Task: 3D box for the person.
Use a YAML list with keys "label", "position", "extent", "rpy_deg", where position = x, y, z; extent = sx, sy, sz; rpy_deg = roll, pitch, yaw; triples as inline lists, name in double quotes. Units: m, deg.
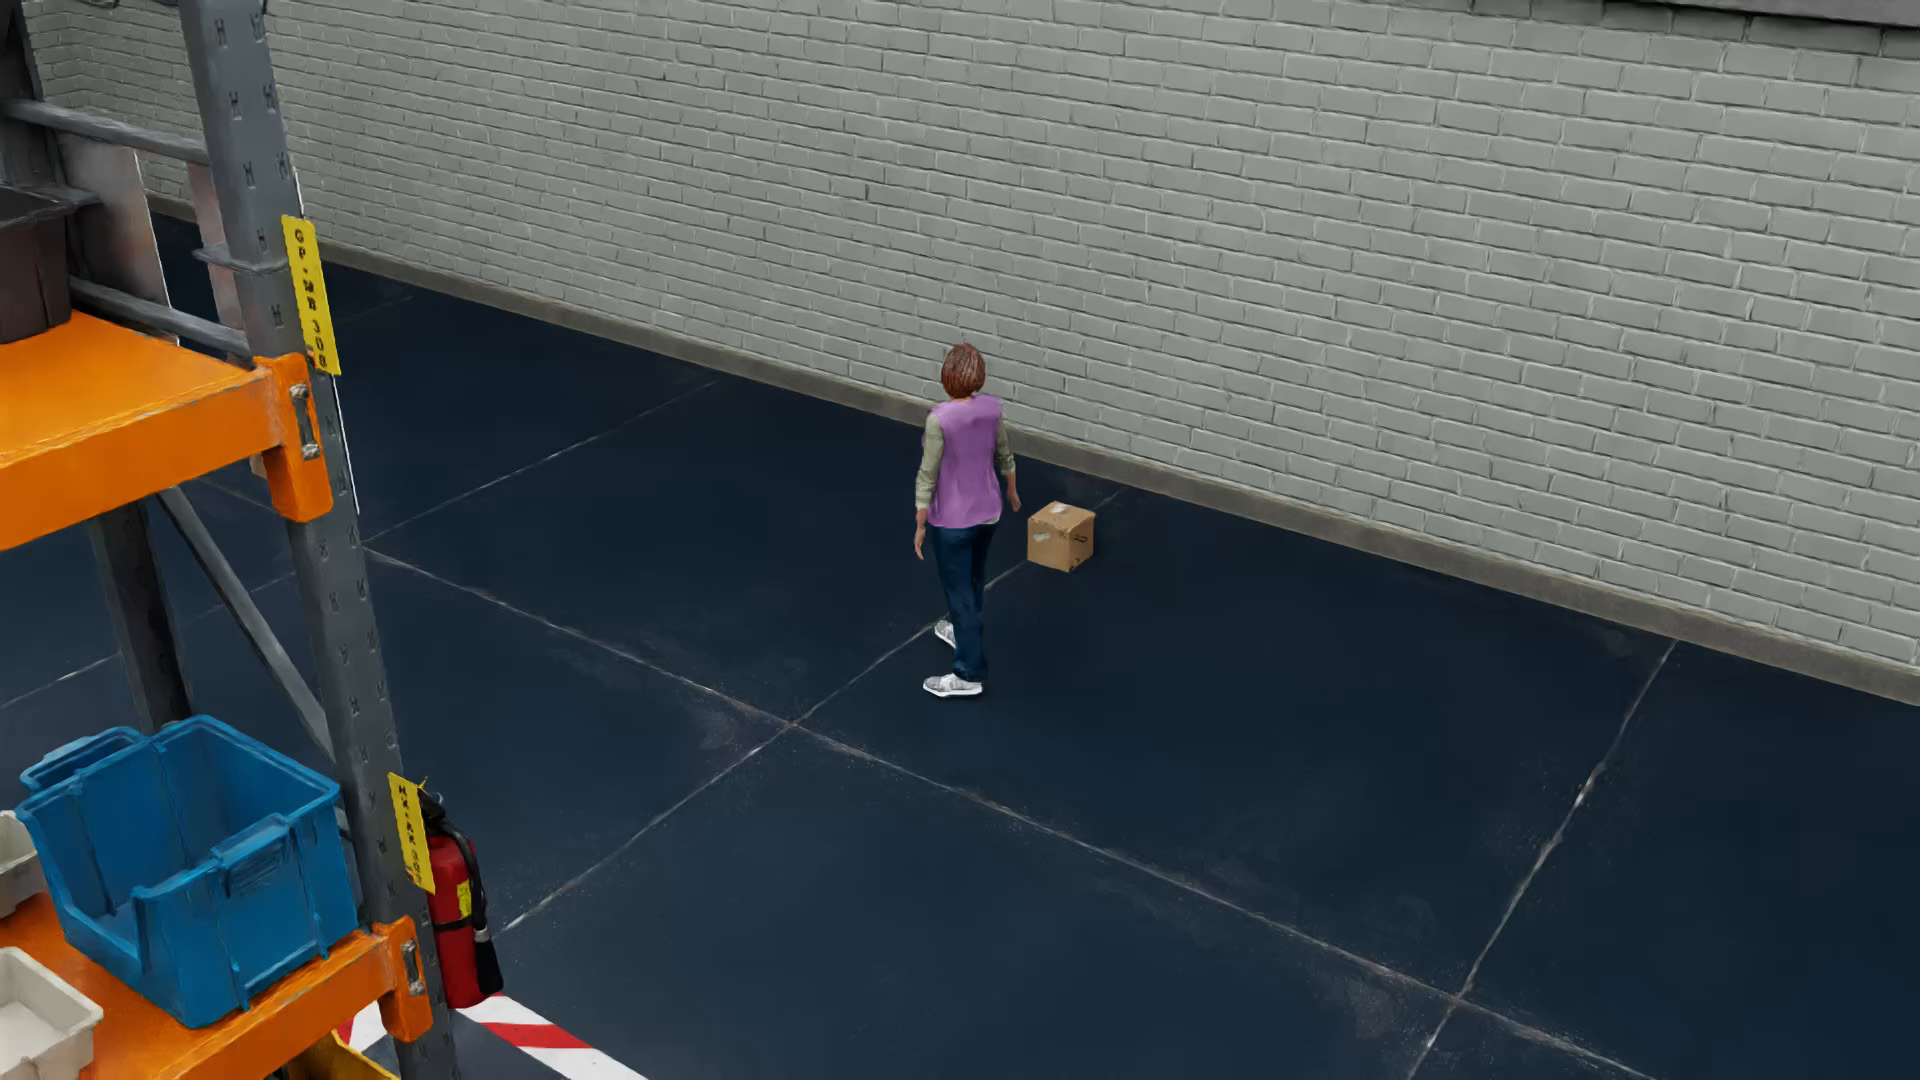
- label: "person"
  position: [0.006, -0.132, 7.344]
  extent: [0.604, 1.591, 0.572]
  rpy_deg: [-21, 34, -34]
